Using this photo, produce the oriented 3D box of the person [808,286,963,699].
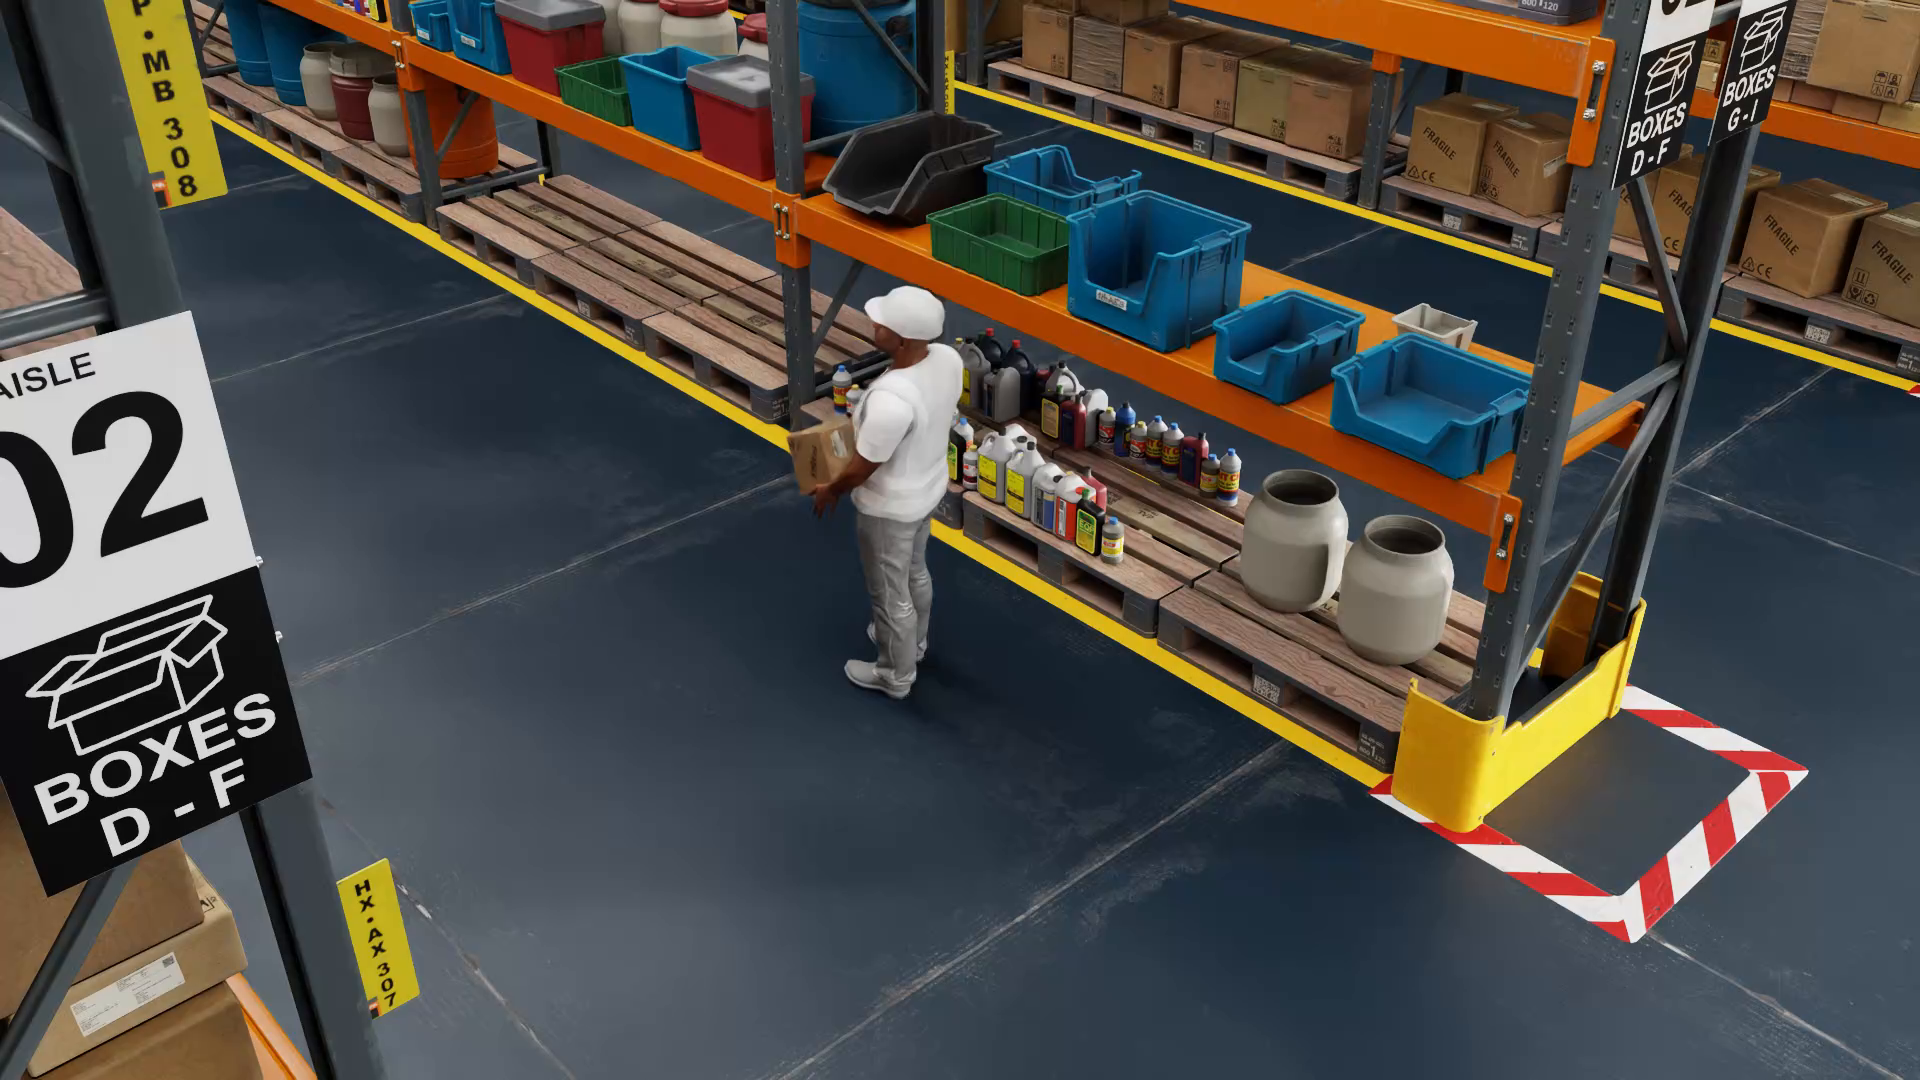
[{"bbox_3d":[-0.280,-0.186,6.407,0.528,1.773,0.589,13,34,20],"label":"person"}]
